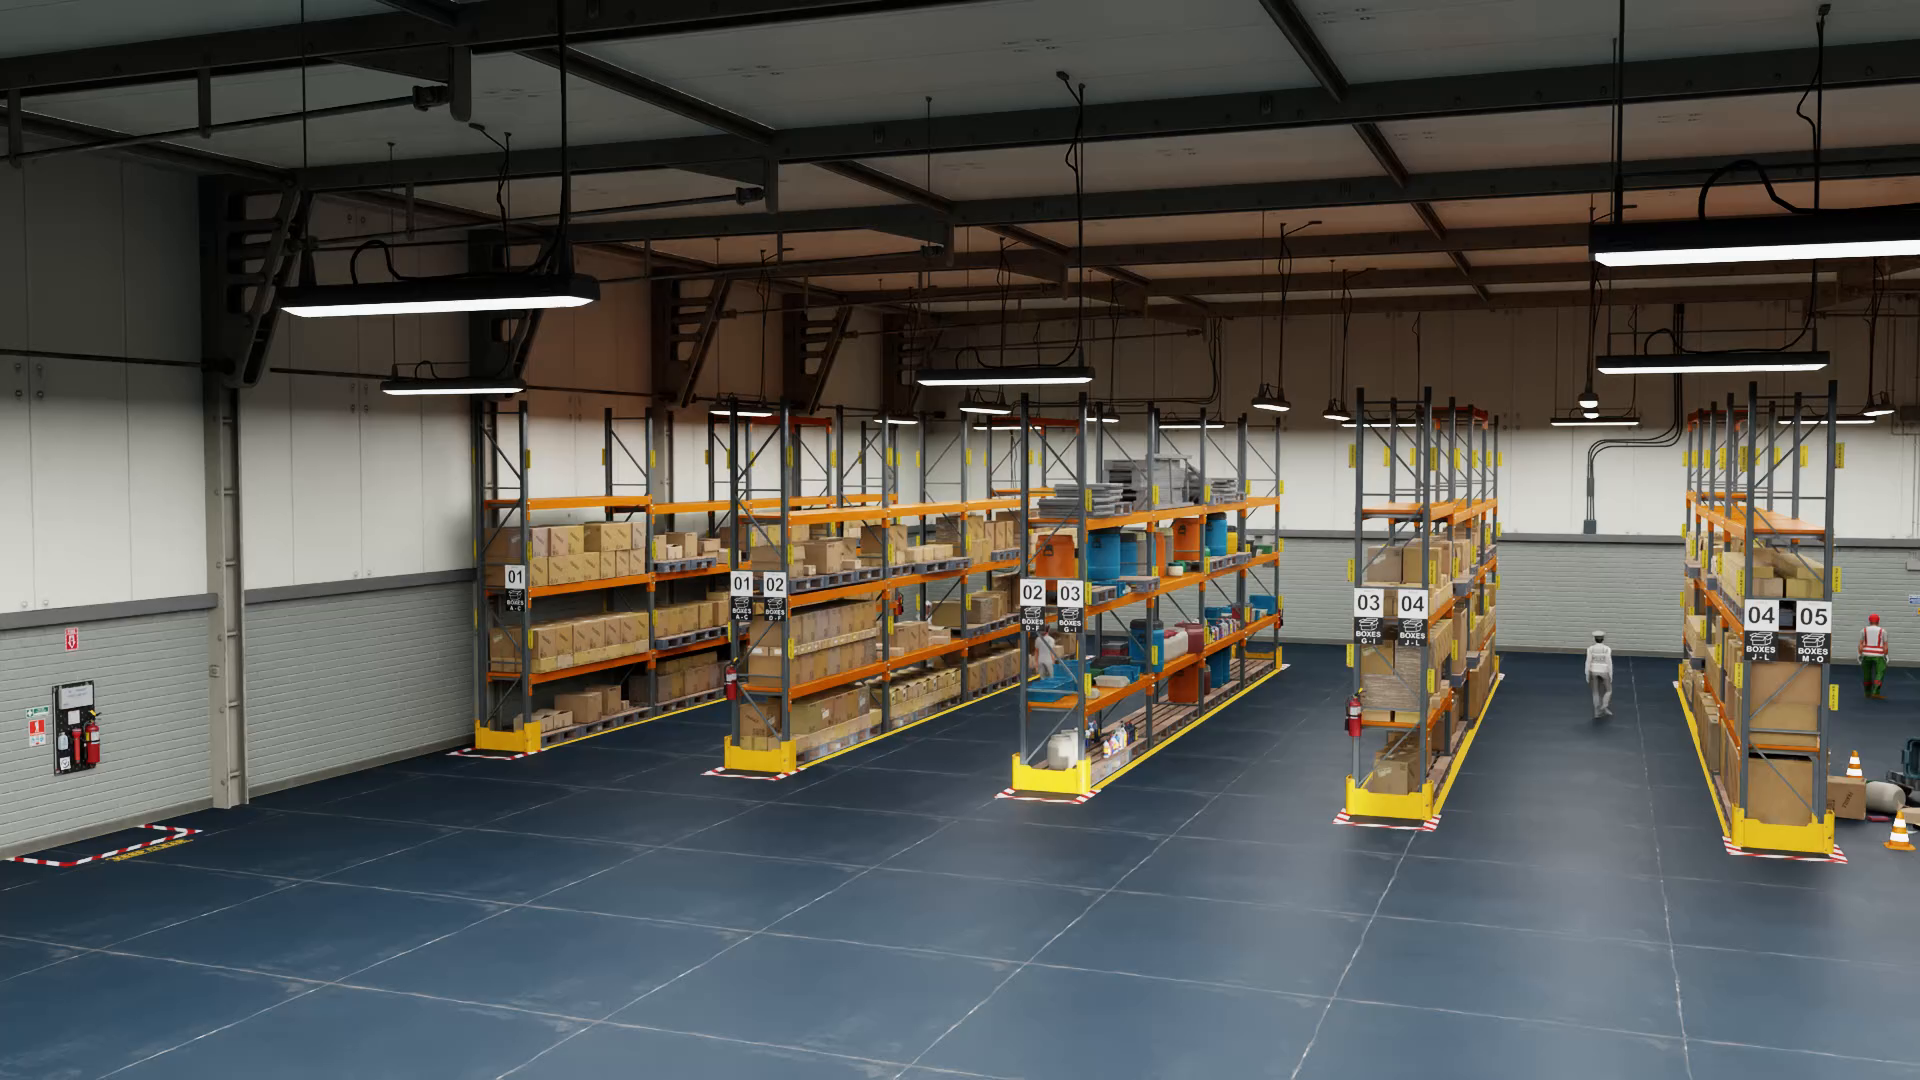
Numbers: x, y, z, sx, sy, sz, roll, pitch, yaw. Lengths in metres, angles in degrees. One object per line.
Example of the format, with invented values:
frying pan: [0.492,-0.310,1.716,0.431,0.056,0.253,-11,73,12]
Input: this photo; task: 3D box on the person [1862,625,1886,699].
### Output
person: [19.137,2.552,34.777,0.497,1.549,0.770,2,3,37]

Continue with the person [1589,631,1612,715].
person: [12.365,2.576,32.116,0.426,1.617,0.421,1,3,25]

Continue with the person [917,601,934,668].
person: [-0.801,2.273,37.693,0.610,1.806,0.510,2,3,30]

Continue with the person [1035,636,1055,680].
person: [1.726,2.618,33.807,0.472,1.353,0.443,1,3,28]
